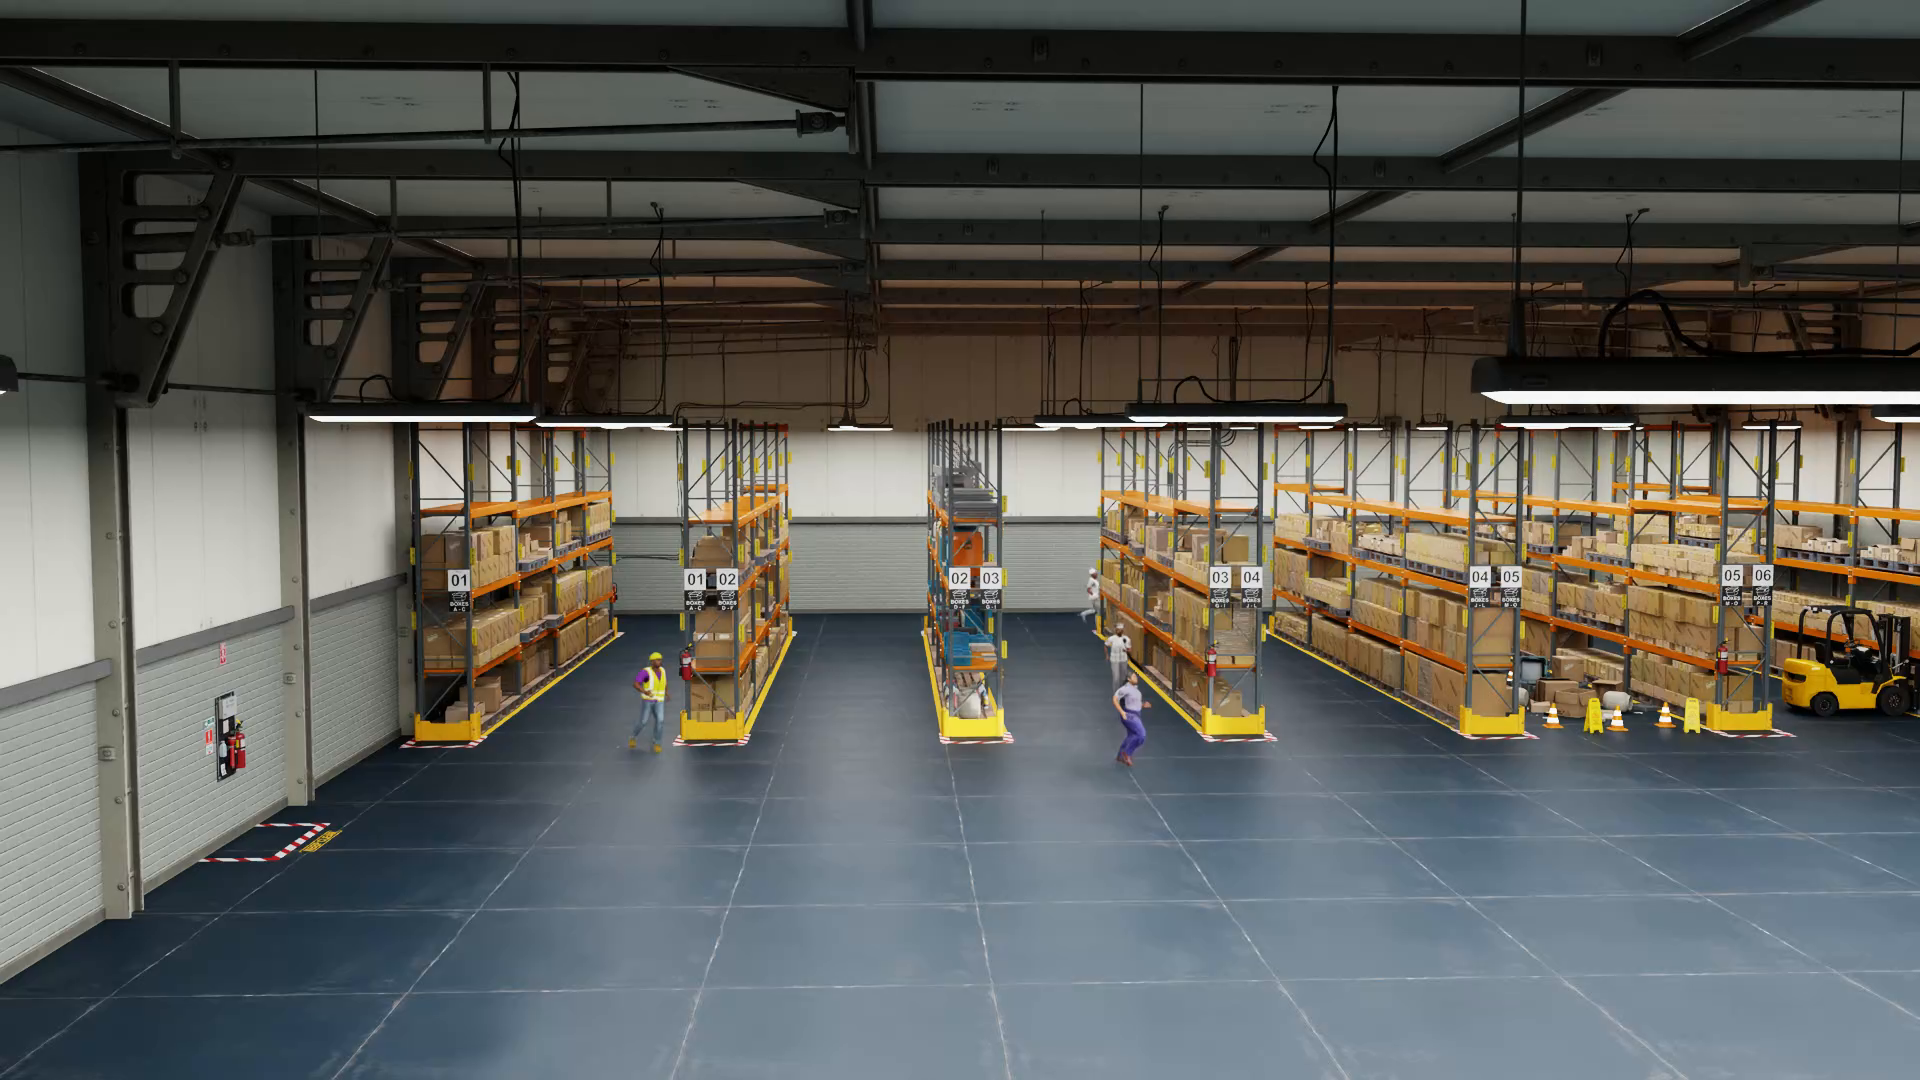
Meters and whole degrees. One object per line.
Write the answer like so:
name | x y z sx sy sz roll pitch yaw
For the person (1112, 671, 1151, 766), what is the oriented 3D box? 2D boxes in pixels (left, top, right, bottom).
person | 2.976 3.075 28.650 0.645 1.614 0.585 2 4 24

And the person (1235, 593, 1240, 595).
person | 7.664 1.933 47.317 0.603 1.496 0.634 1 4 22

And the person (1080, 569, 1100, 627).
person | 3.933 1.716 49.188 0.812 1.752 0.706 1 4 11

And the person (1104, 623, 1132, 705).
person | 3.368 2.622 35.271 0.543 1.758 0.762 -1 4 -9

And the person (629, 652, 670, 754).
person | -5.529 2.916 30.057 0.758 1.766 0.915 -3 5 -38
